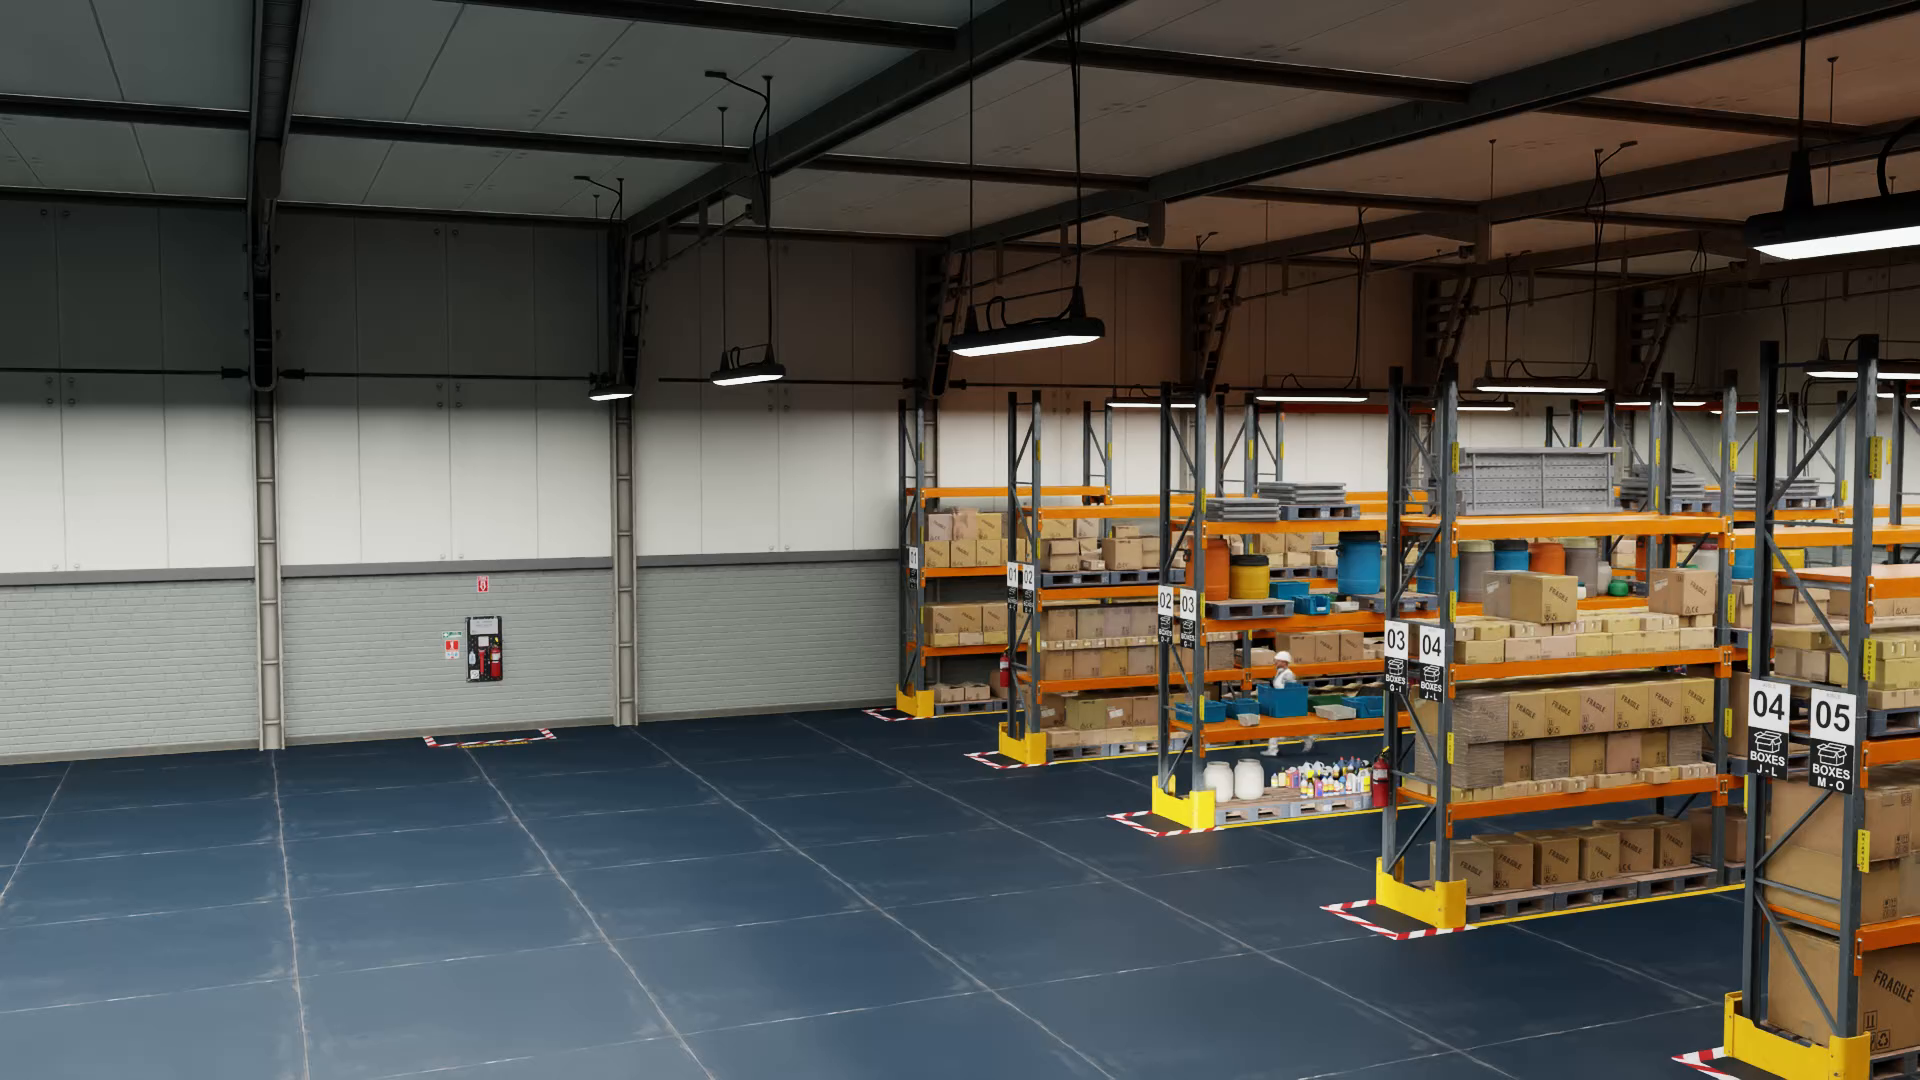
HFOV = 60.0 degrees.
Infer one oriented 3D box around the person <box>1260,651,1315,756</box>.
[{"bbox_3d":[5.416,2.691,27.349,0.948,1.733,0.527,-2,4,-27],"label":"person"}]
